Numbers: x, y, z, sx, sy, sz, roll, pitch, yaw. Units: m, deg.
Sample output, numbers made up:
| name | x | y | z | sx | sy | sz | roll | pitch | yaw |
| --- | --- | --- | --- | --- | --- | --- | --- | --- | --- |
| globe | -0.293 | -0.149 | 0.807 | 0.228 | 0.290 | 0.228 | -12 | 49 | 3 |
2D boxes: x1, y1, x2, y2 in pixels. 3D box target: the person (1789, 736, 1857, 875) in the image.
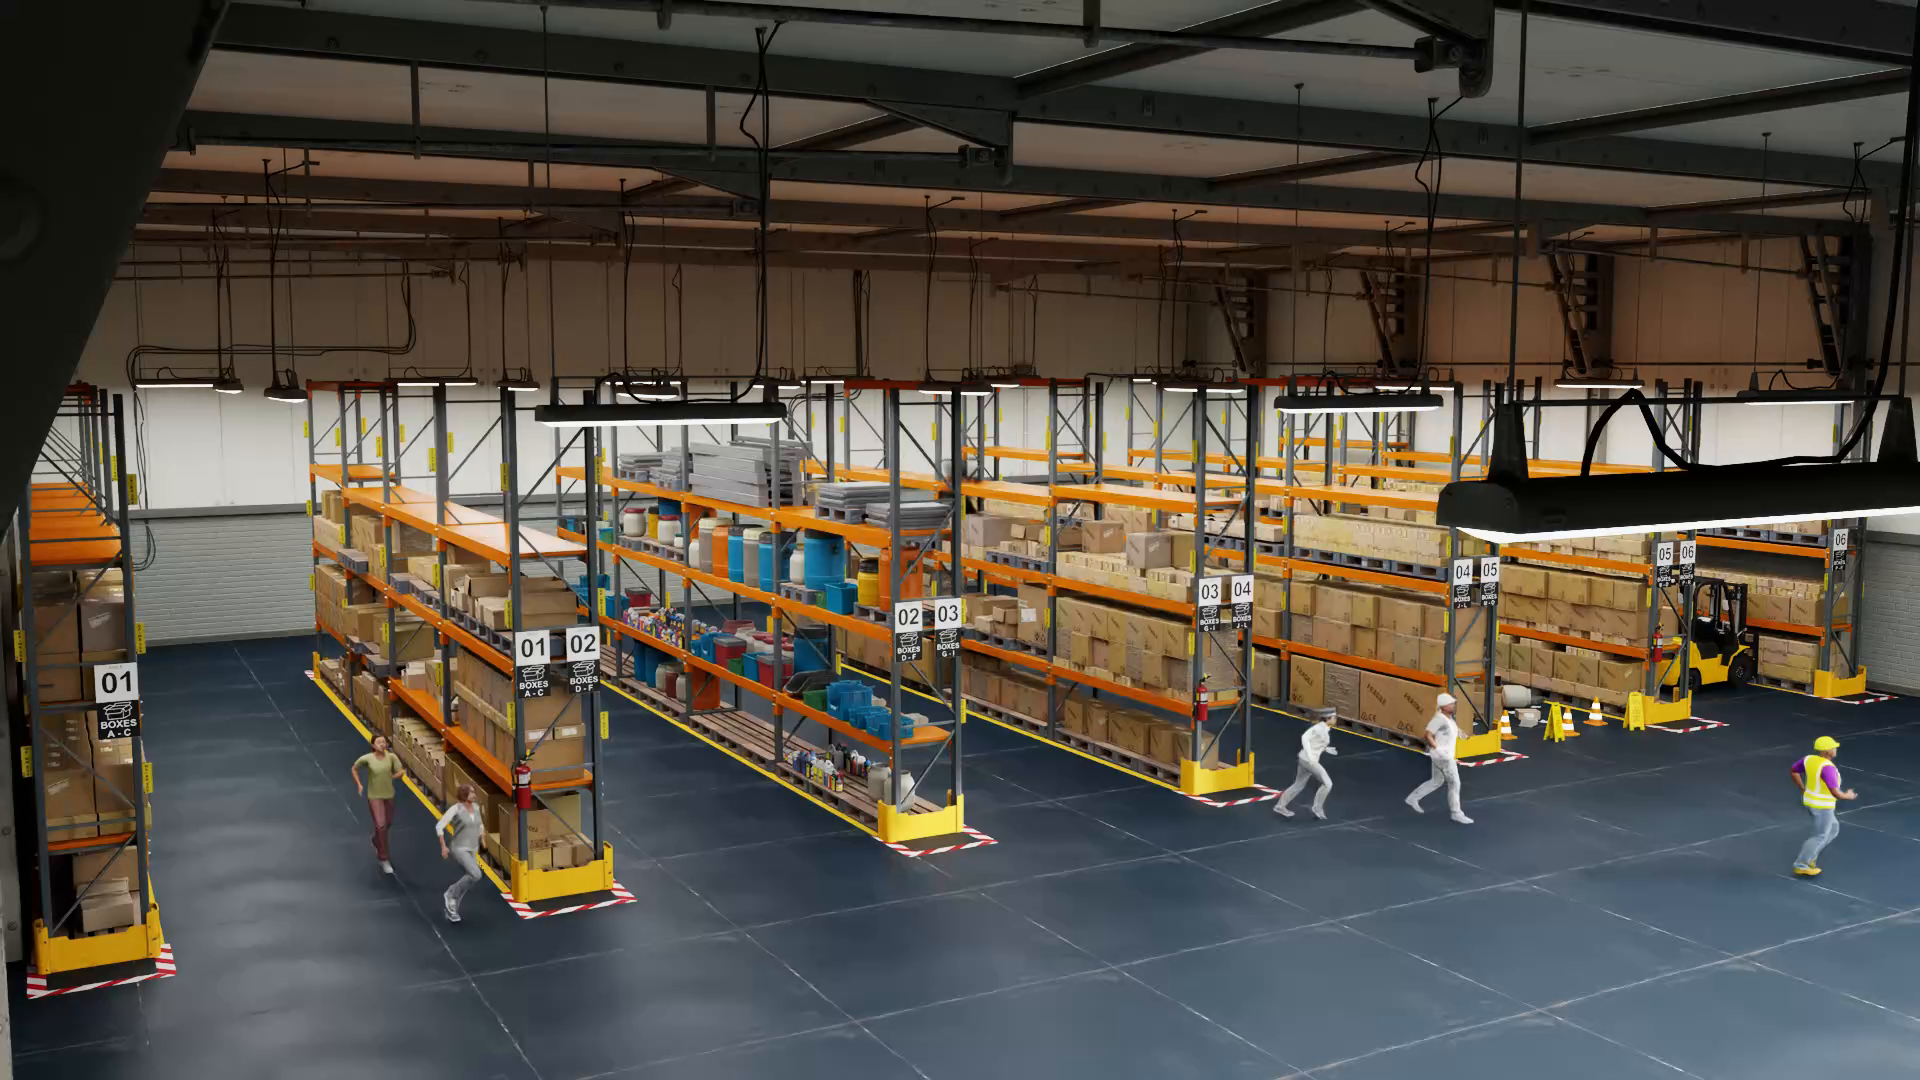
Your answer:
| name | x | y | z | sx | sy | sz | roll | pitch | yaw |
| --- | --- | --- | --- | --- | --- | --- | --- | --- | --- |
| person | 10.641 | 3.291 | 20.502 | 0.684 | 1.781 | 0.734 | 0 | 6 | 4 |

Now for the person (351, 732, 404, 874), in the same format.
| name | x | y | z | sx | sy | sz | roll | pitch | yaw |
| --- | --- | --- | --- | --- | --- | --- | --- | --- | --- |
| person | -7.286 | 3.260 | 20.929 | 0.557 | 1.701 | 0.879 | -5 | 8 | -41 |

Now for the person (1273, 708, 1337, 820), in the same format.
| name | x | y | z | sx | sy | sz | roll | pitch | yaw |
| --- | --- | --- | --- | --- | --- | --- | --- | --- | --- |
| person | 4.823 | 3.116 | 23.194 | 0.851 | 1.615 | 0.643 | 2 | 6 | 15 |

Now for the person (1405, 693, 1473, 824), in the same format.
| name | x | y | z | sx | sy | sz | roll | pitch | yaw |
| --- | --- | --- | --- | --- | --- | --- | --- | --- | --- |
| person | 6.643 | 2.998 | 22.995 | 0.926 | 1.796 | 0.665 | 1 | 6 | 12 |

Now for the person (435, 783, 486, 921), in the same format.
| name | x | y | z | sx | sy | sz | roll | pitch | yaw |
| --- | --- | --- | --- | --- | --- | --- | --- | --- | --- |
| person | -5.612 | 3.553 | 18.979 | 0.514 | 1.527 | 0.558 | 3 | 7 | 28 |
